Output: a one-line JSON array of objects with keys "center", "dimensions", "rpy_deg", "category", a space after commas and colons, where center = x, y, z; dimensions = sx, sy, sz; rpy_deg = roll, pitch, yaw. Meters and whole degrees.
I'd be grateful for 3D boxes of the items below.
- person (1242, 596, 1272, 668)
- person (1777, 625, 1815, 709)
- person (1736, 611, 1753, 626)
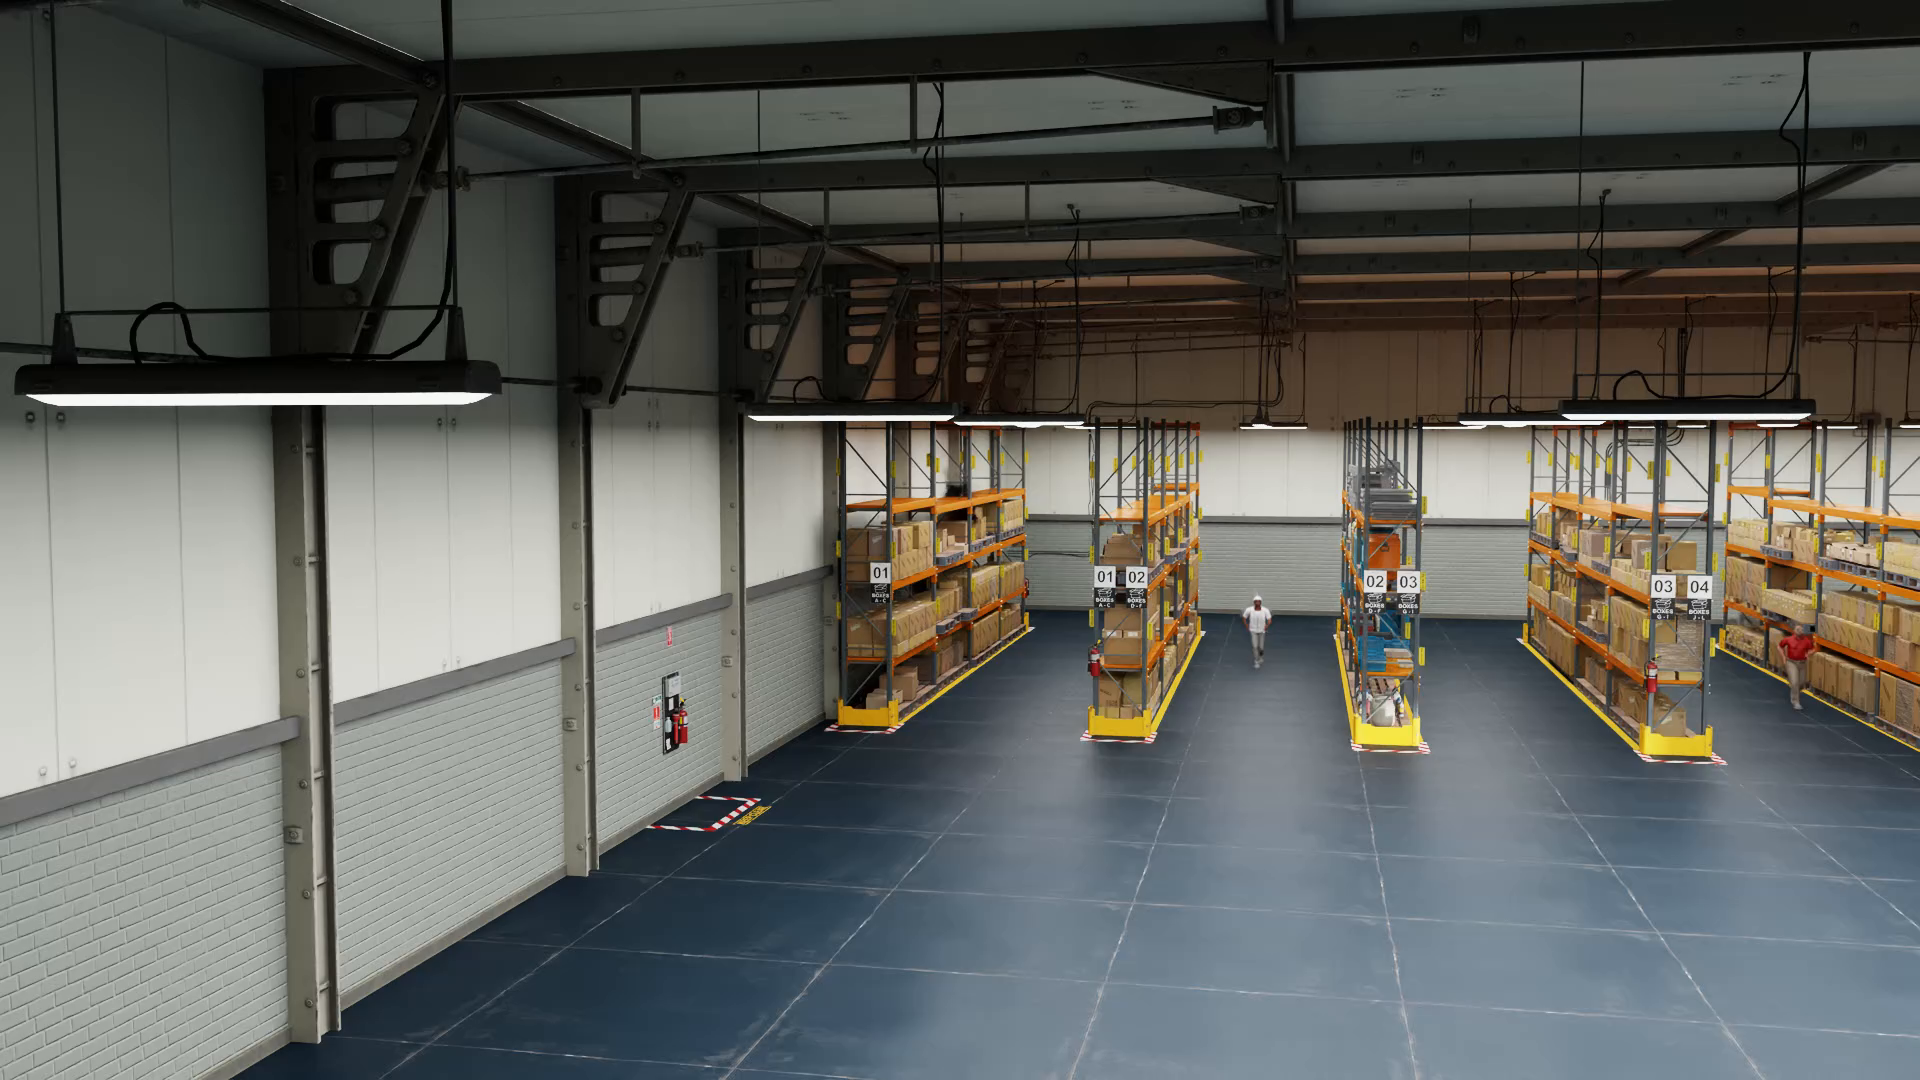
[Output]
[{"center": [7.233, 2.229, 40.516], "dimensions": [0.711, 1.744, 0.718], "rpy_deg": [0, 4, 7], "category": "person"}, {"center": [17.378, 2.610, 34.521], "dimensions": [0.678, 1.716, 0.868], "rpy_deg": [0, 4, 8], "category": "person"}, {"center": [21.330, 1.990, 45.056], "dimensions": [0.545, 1.667, 0.625], "rpy_deg": [0, 4, 2], "category": "person"}]
